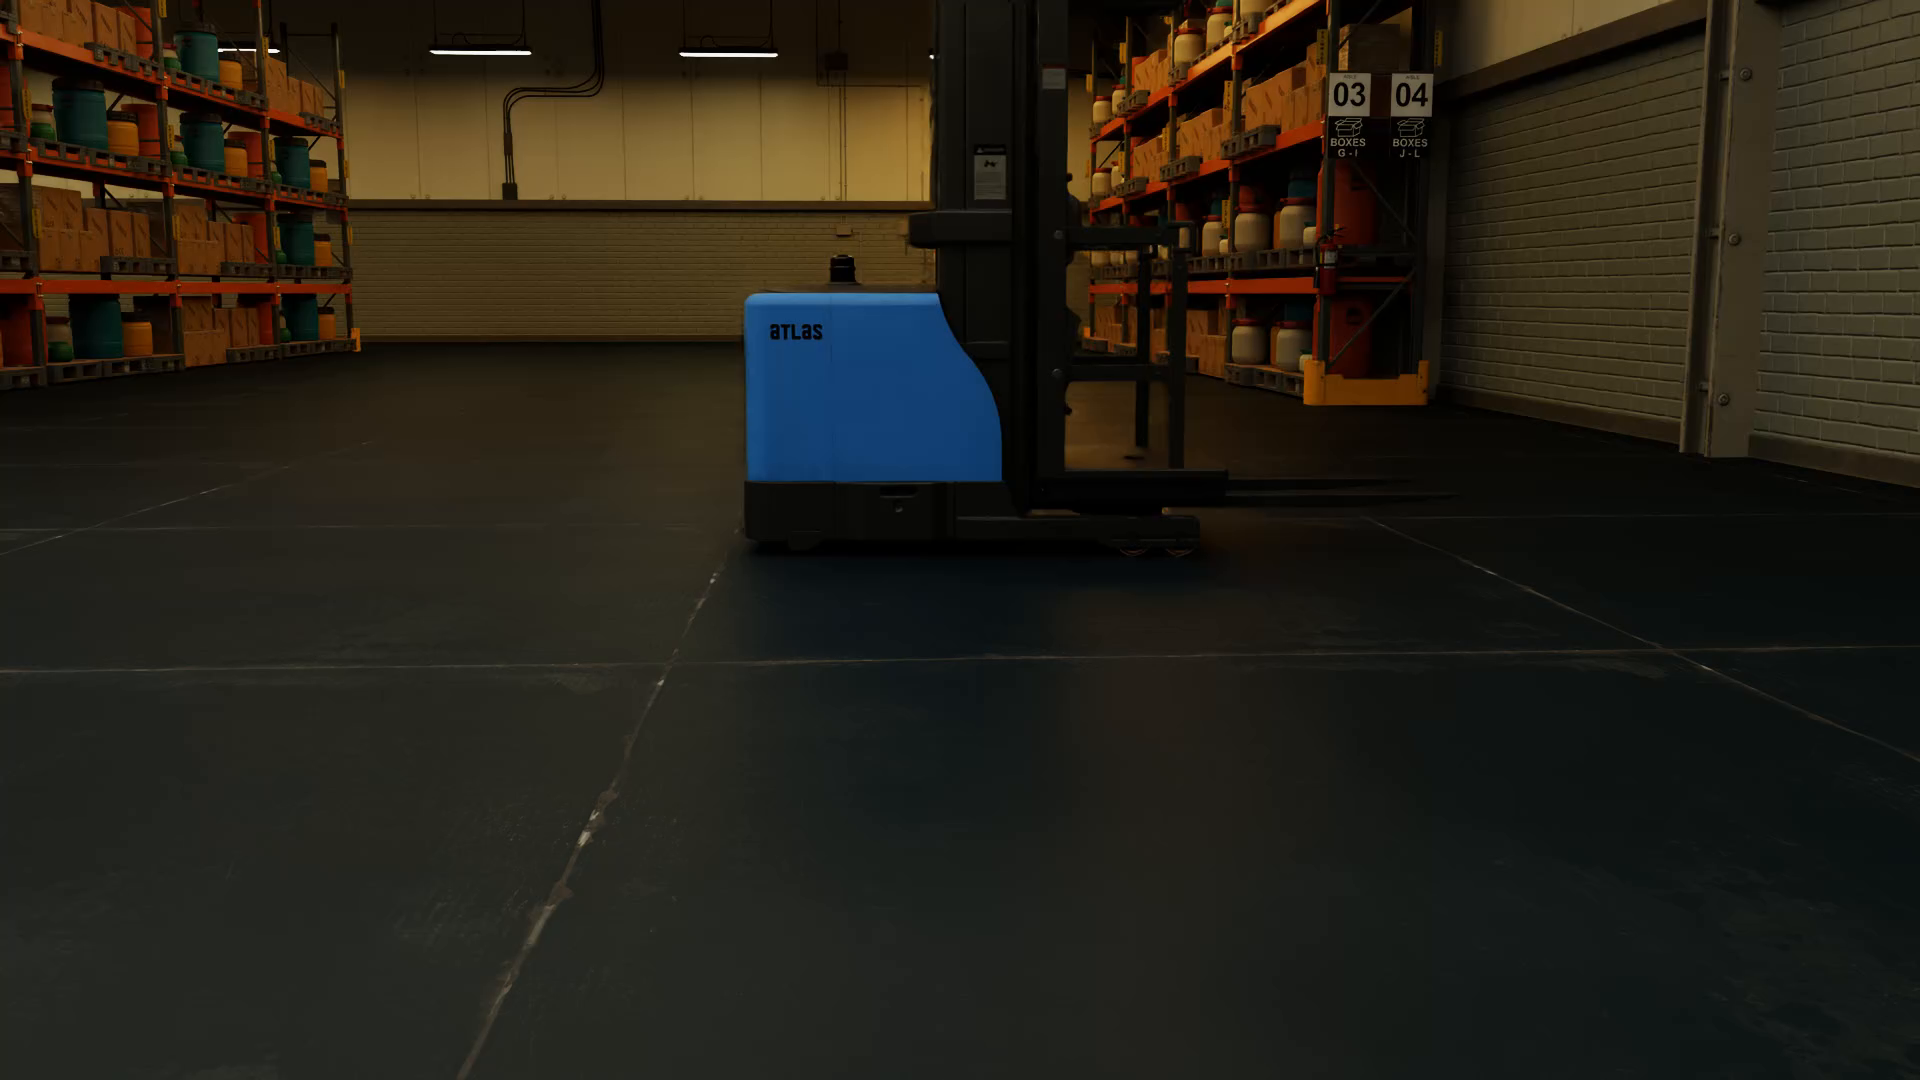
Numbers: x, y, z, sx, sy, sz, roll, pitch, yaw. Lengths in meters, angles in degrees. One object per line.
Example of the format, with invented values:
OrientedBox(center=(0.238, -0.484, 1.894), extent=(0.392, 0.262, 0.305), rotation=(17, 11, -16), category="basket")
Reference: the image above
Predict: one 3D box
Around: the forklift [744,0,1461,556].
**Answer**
OrientedBox(center=(0.607, -1.460, 7.164), extent=(3.031, 2.935, 1.130), rotation=(0, 8, -2), category="forklift")
